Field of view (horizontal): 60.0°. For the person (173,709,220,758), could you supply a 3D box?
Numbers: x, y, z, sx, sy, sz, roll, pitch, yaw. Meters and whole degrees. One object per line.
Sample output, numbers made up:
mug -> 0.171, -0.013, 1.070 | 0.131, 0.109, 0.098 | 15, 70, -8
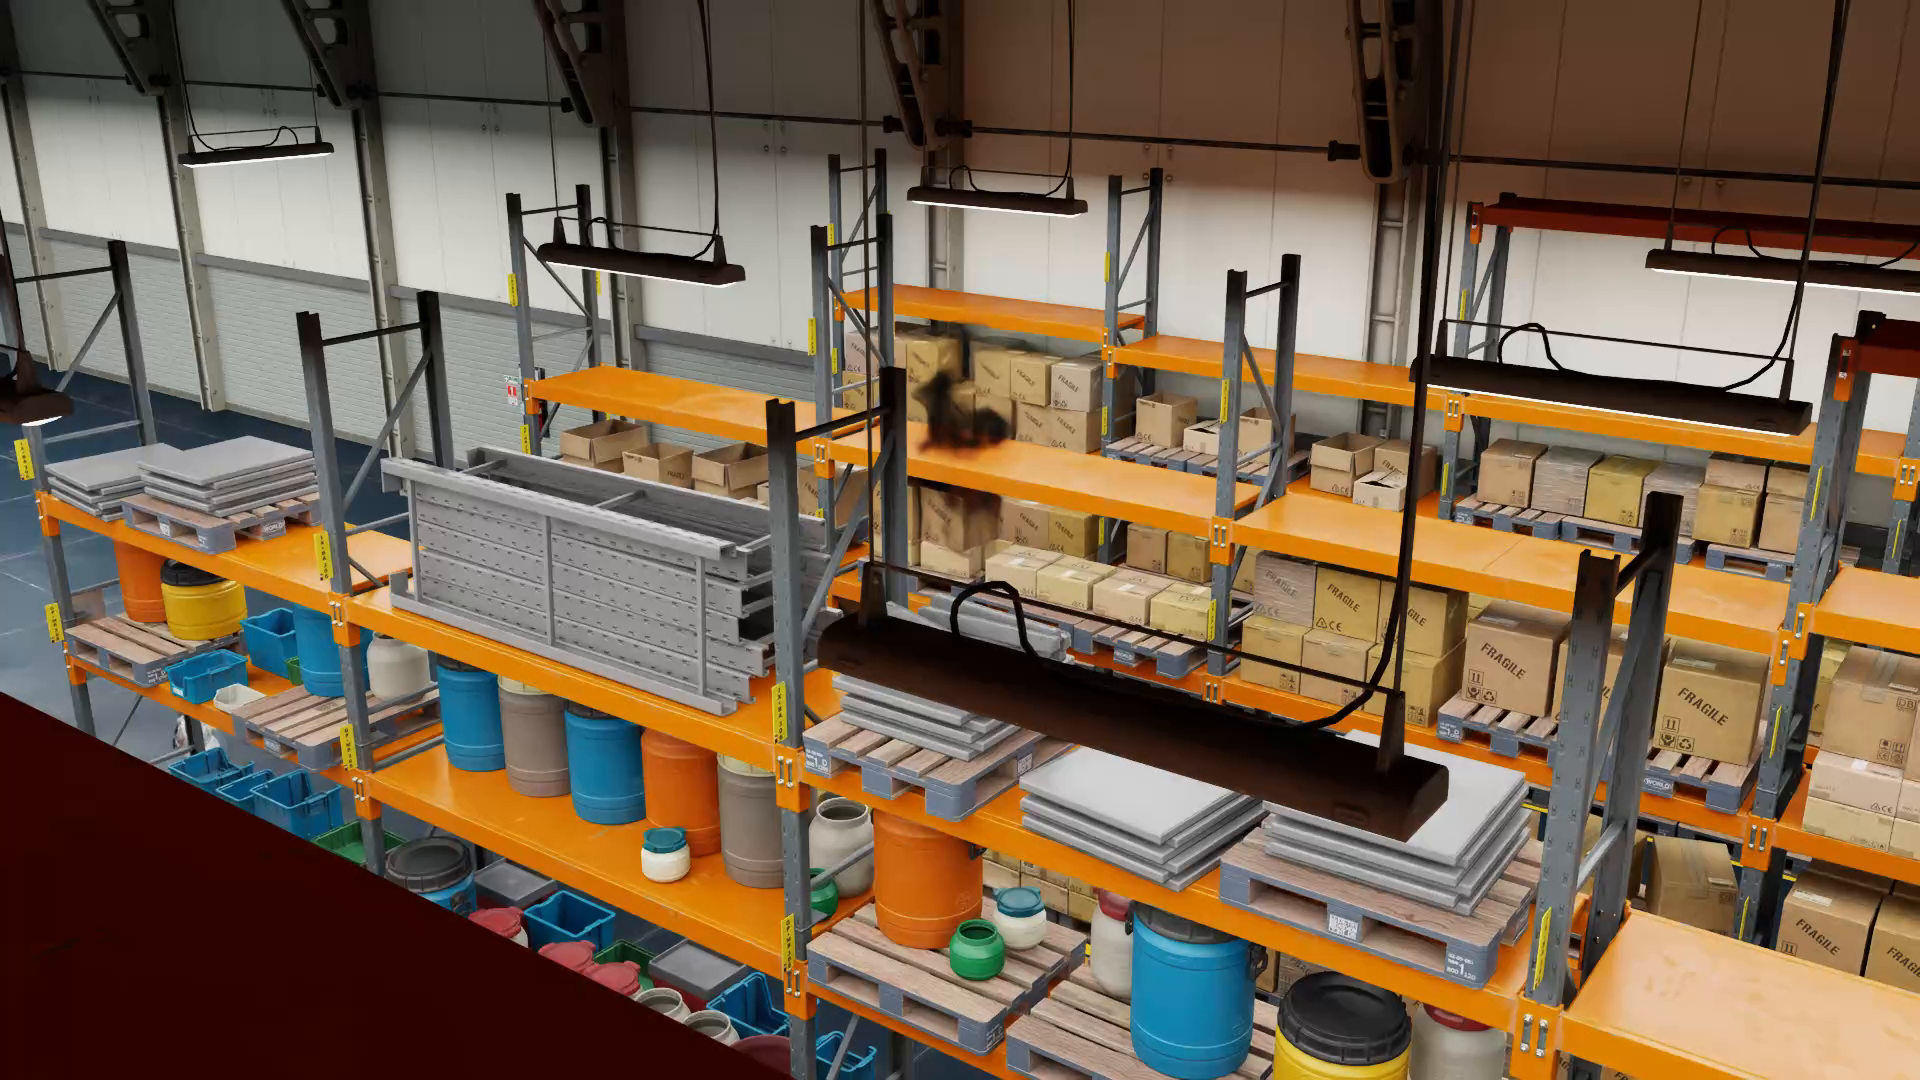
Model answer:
person -> -7.304, 2.148, 16.180 | 0.714, 1.623, 0.651 | 1, 18, 2
